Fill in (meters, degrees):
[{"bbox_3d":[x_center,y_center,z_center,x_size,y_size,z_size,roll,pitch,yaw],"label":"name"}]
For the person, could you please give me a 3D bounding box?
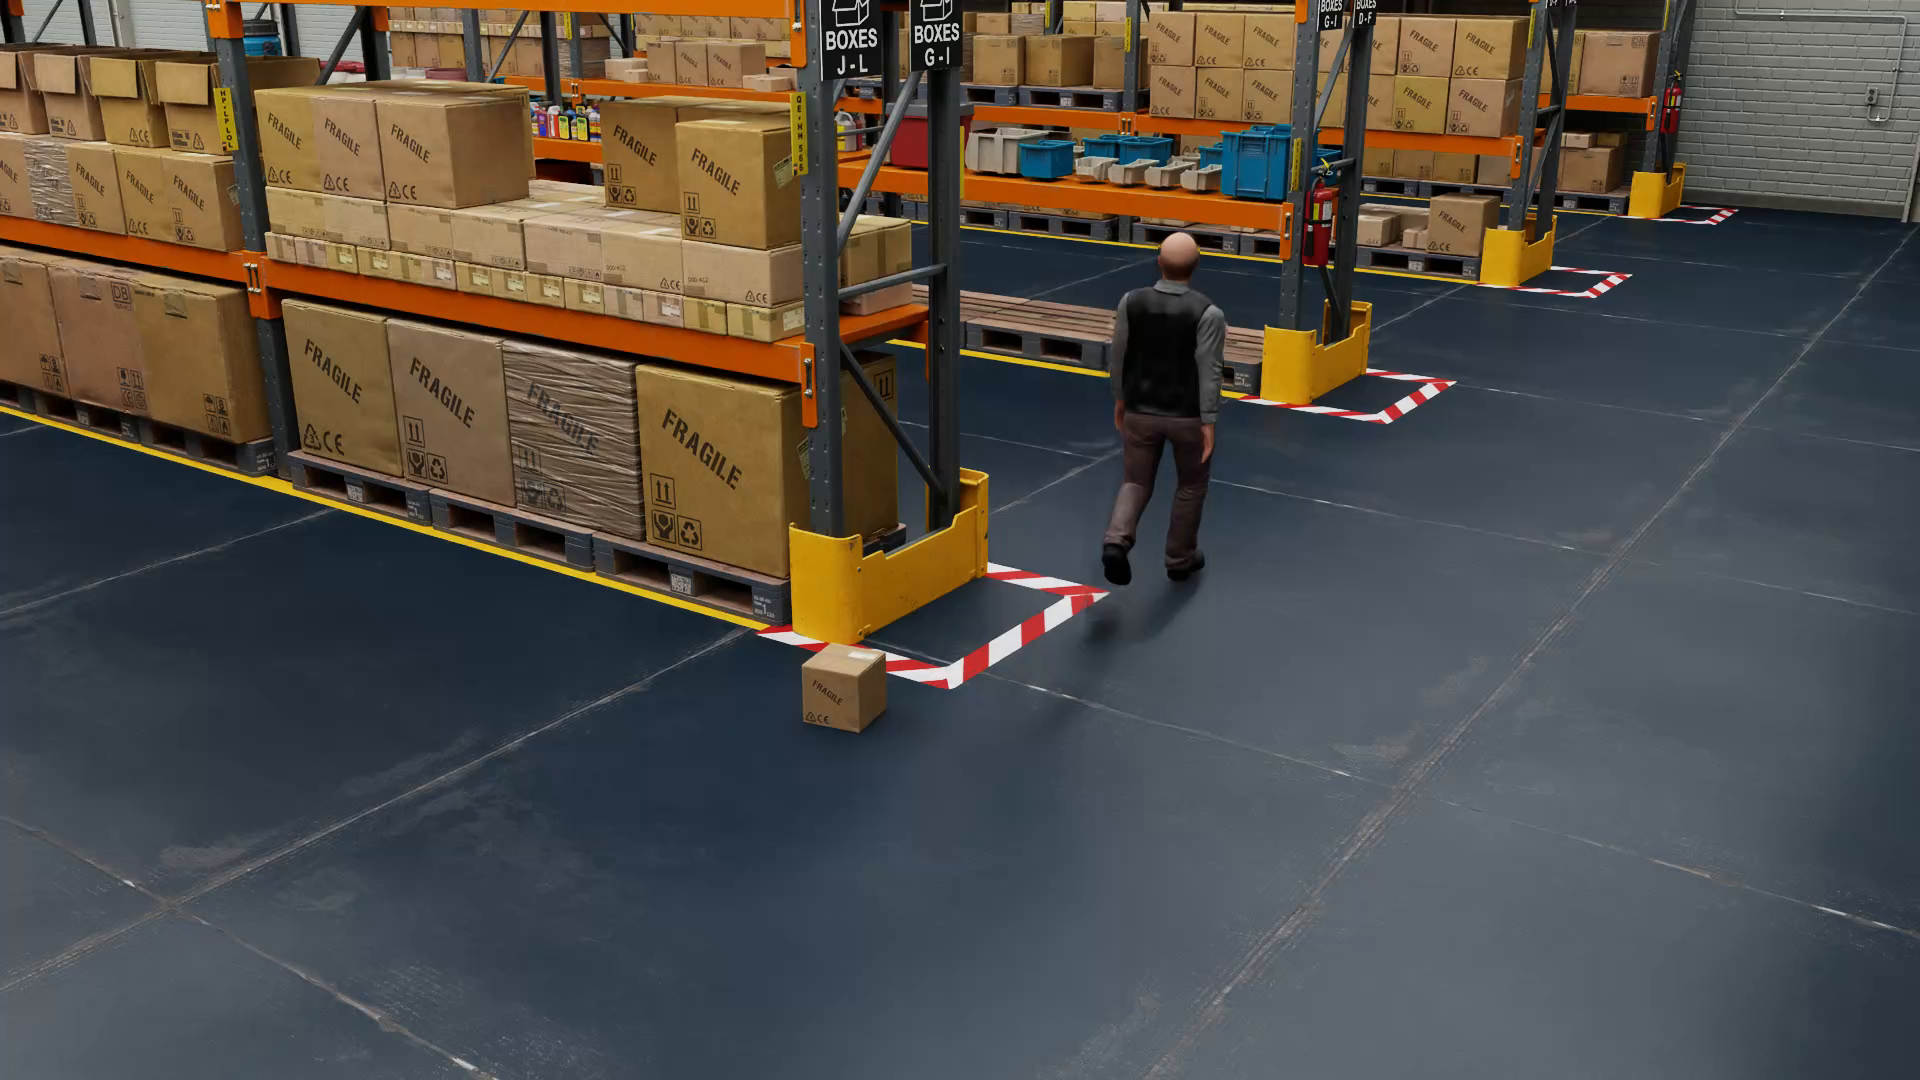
[{"bbox_3d":[0.942,-0.575,7.690,0.552,1.696,0.810,9,21,23],"label":"person"}]
